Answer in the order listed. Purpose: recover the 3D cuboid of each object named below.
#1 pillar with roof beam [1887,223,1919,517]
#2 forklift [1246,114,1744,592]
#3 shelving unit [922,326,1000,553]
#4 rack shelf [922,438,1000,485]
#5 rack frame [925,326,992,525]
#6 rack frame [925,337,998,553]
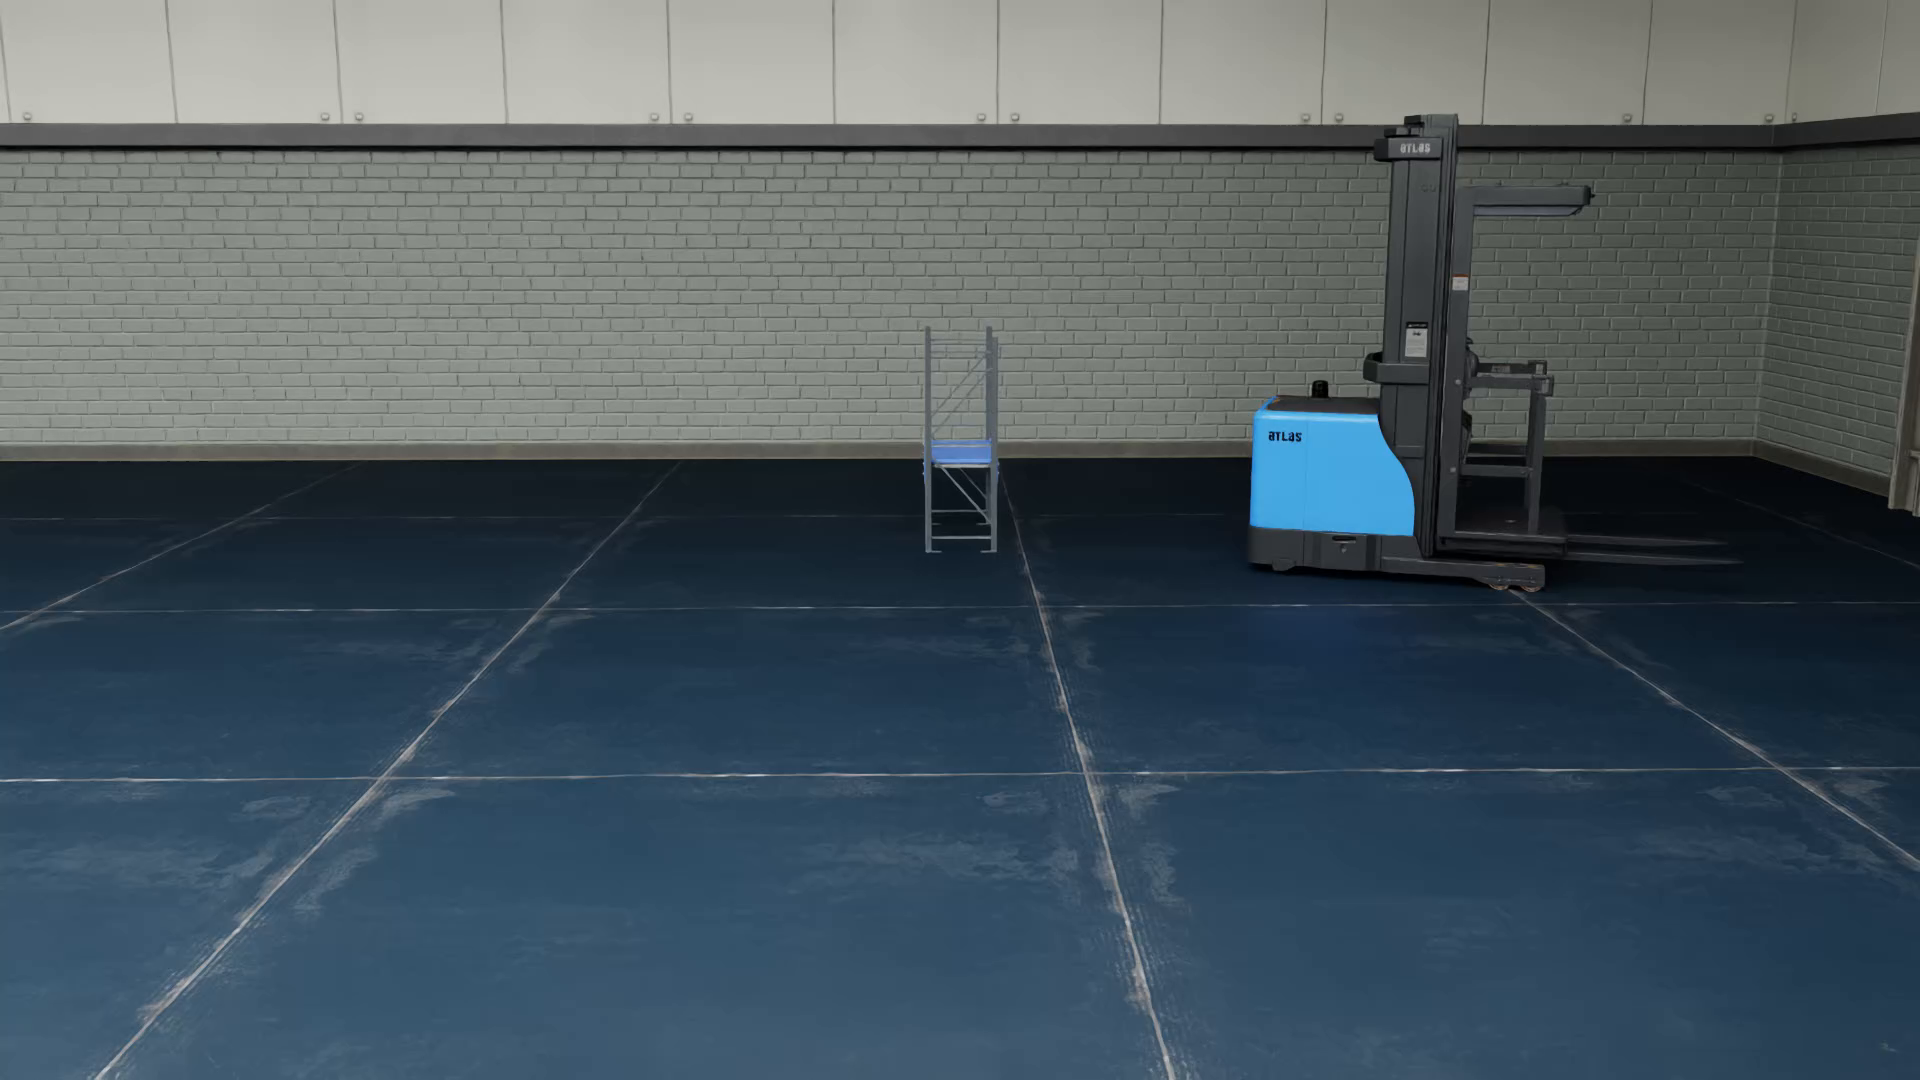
[{"bbox_3d":[3.294,-4.615,12.172,9.100,9.000,0.400,0,11,-1],"label":"pillar with roof beam"},{"bbox_3d":[3.476,-1.228,10.740,3.031,2.935,1.130,3,12,16],"label":"forklift"},{"bbox_3d":[-0.002,-0.752,11.994,0.538,1.500,1.048,0,11,-1],"label":"shelving unit"},{"bbox_3d":[-0.002,-0.576,12.029,0.538,0.185,1.000,0,11,-1],"label":"rack shelf"},{"bbox_3d":[-0.012,-0.853,12.492,0.500,1.500,0.032,0,11,-1],"label":"rack frame"},{"bbox_3d":[0.009,-0.651,11.495,0.500,1.500,0.032,0,11,-1],"label":"rack frame"}]
